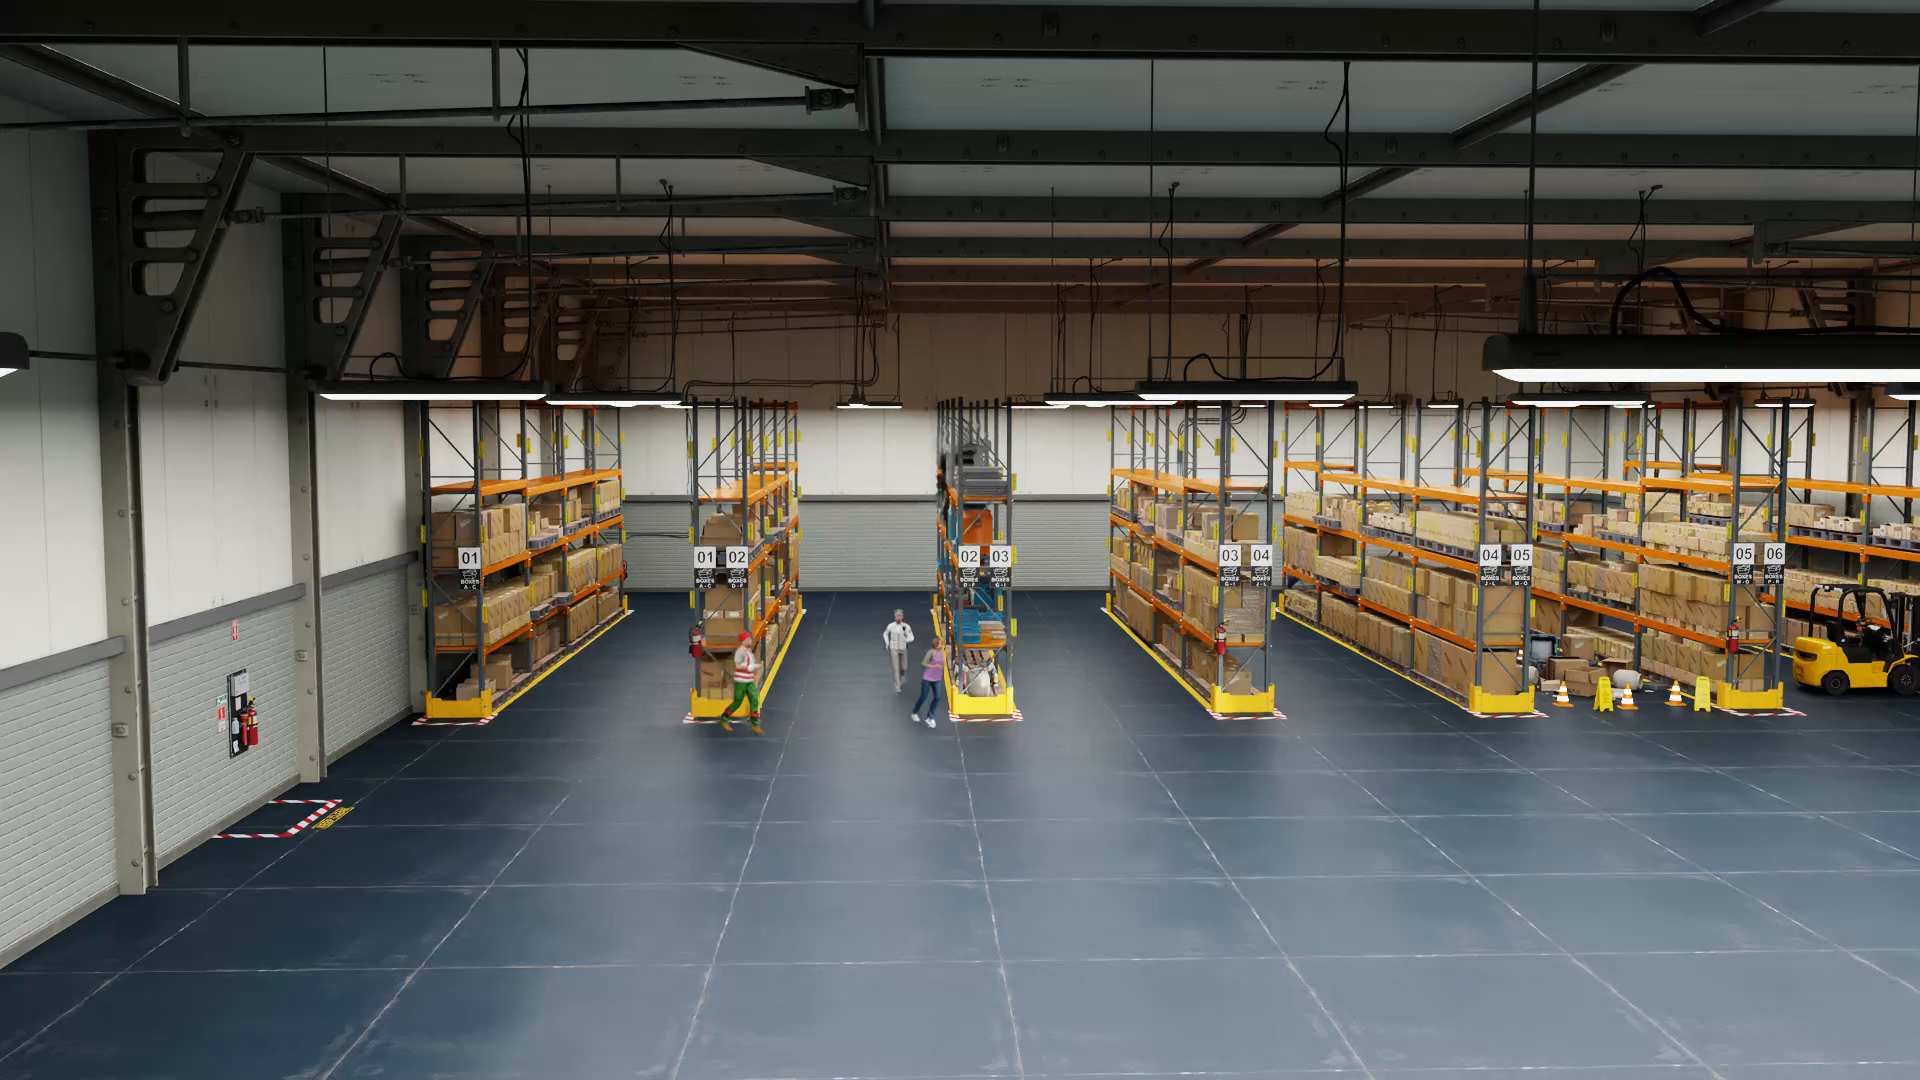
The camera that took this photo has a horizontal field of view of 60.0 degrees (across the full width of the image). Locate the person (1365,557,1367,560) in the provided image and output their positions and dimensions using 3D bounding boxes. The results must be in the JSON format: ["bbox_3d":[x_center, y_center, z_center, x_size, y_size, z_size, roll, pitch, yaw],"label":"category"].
[{"bbox_3d":[11.200,1.301,46.219,0.668,1.698,0.897,0,4,-6],"label":"person"}]

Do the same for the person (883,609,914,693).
[{"bbox_3d":[-1.260,2.245,34.115,0.625,1.667,0.845,0,4,-4],"label":"person"}]

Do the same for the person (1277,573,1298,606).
[{"bbox_3d":[9.727,1.144,49.036,0.831,1.589,0.620,-1,5,-13],"label":"person"}]

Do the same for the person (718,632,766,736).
[{"bbox_3d":[-3.834,2.536,29.534,0.862,1.815,0.658,2,5,20],"label":"person"}]

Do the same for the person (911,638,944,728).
[{"bbox_3d":[-0.508,2.635,30.462,0.563,1.504,0.693,-3,5,-35],"label":"person"}]
